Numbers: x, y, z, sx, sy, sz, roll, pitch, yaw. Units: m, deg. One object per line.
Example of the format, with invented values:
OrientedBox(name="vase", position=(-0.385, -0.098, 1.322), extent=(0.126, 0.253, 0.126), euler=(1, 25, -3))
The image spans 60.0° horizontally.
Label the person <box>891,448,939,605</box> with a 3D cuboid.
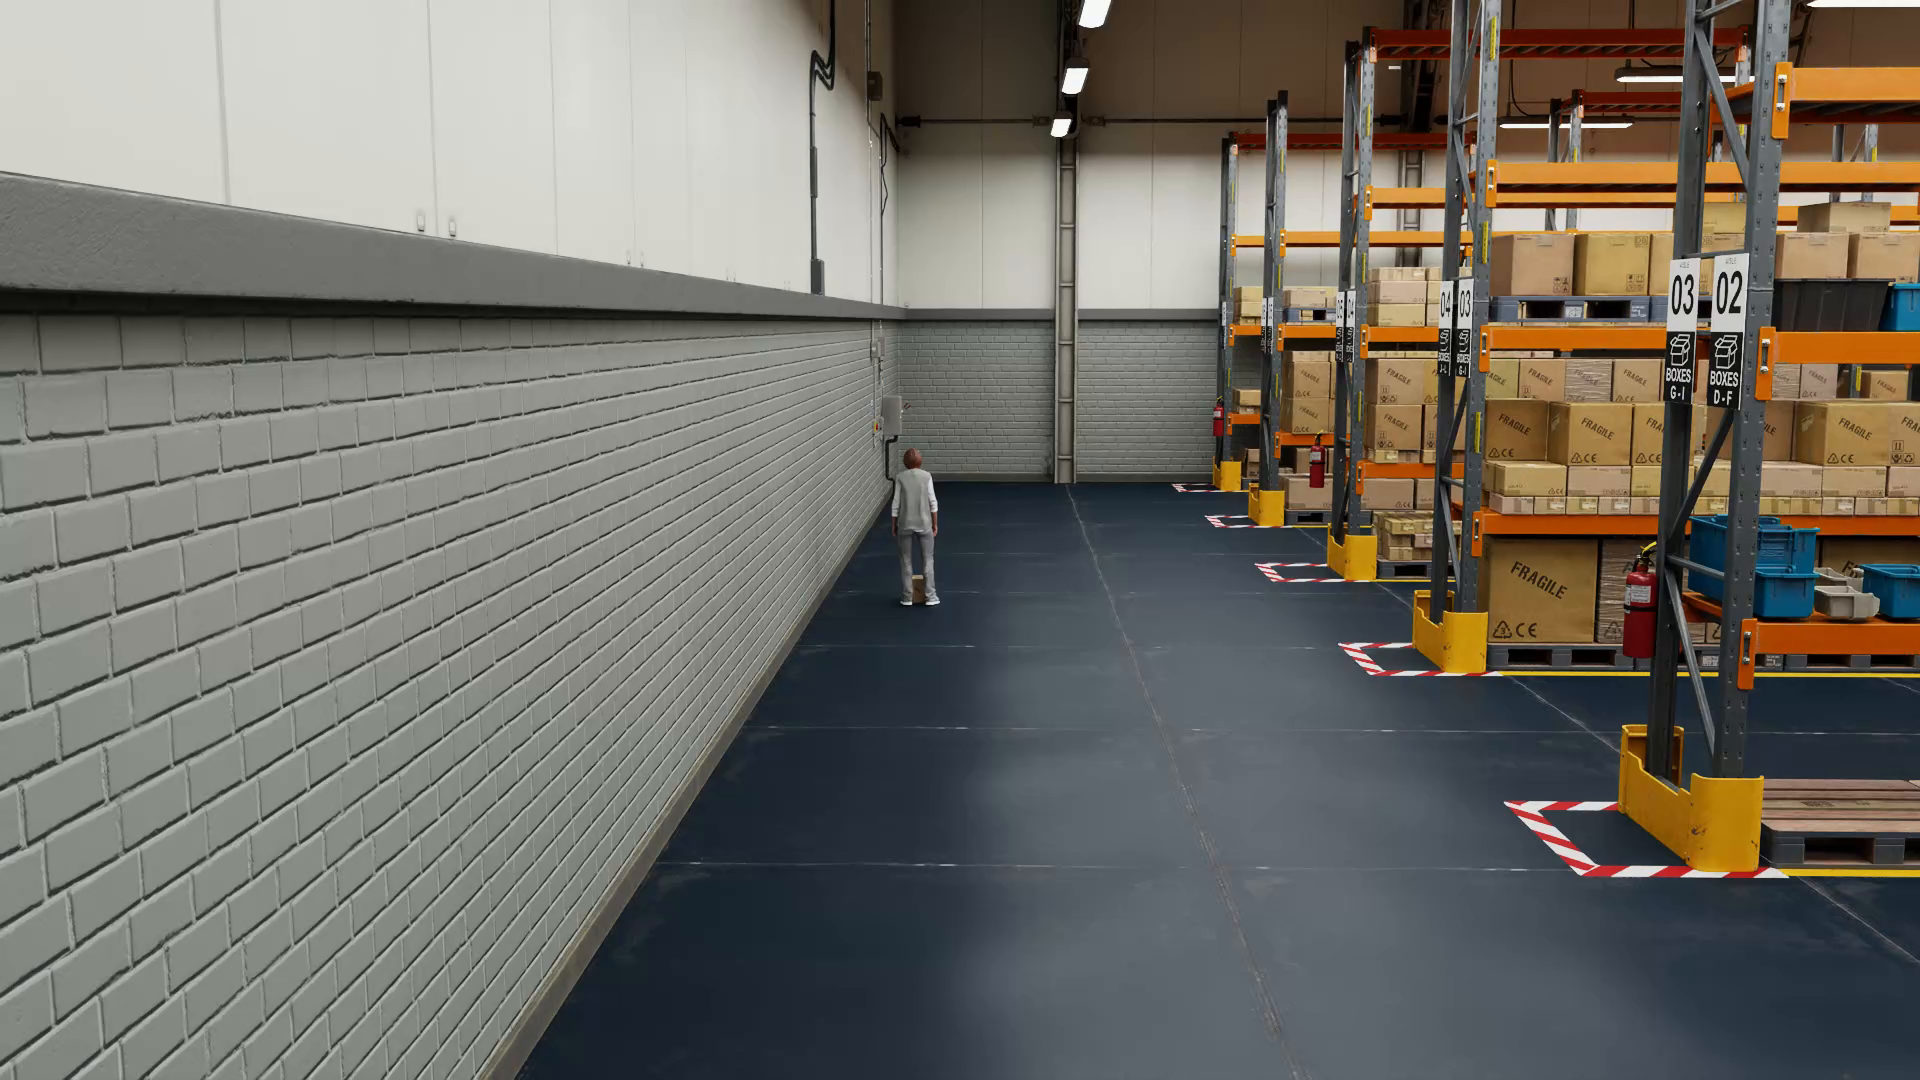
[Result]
OrientedBox(name="person", position=(-0.451, -0.121, 16.817), extent=(0.486, 1.576, 0.344), euler=(0, 7, -2))
